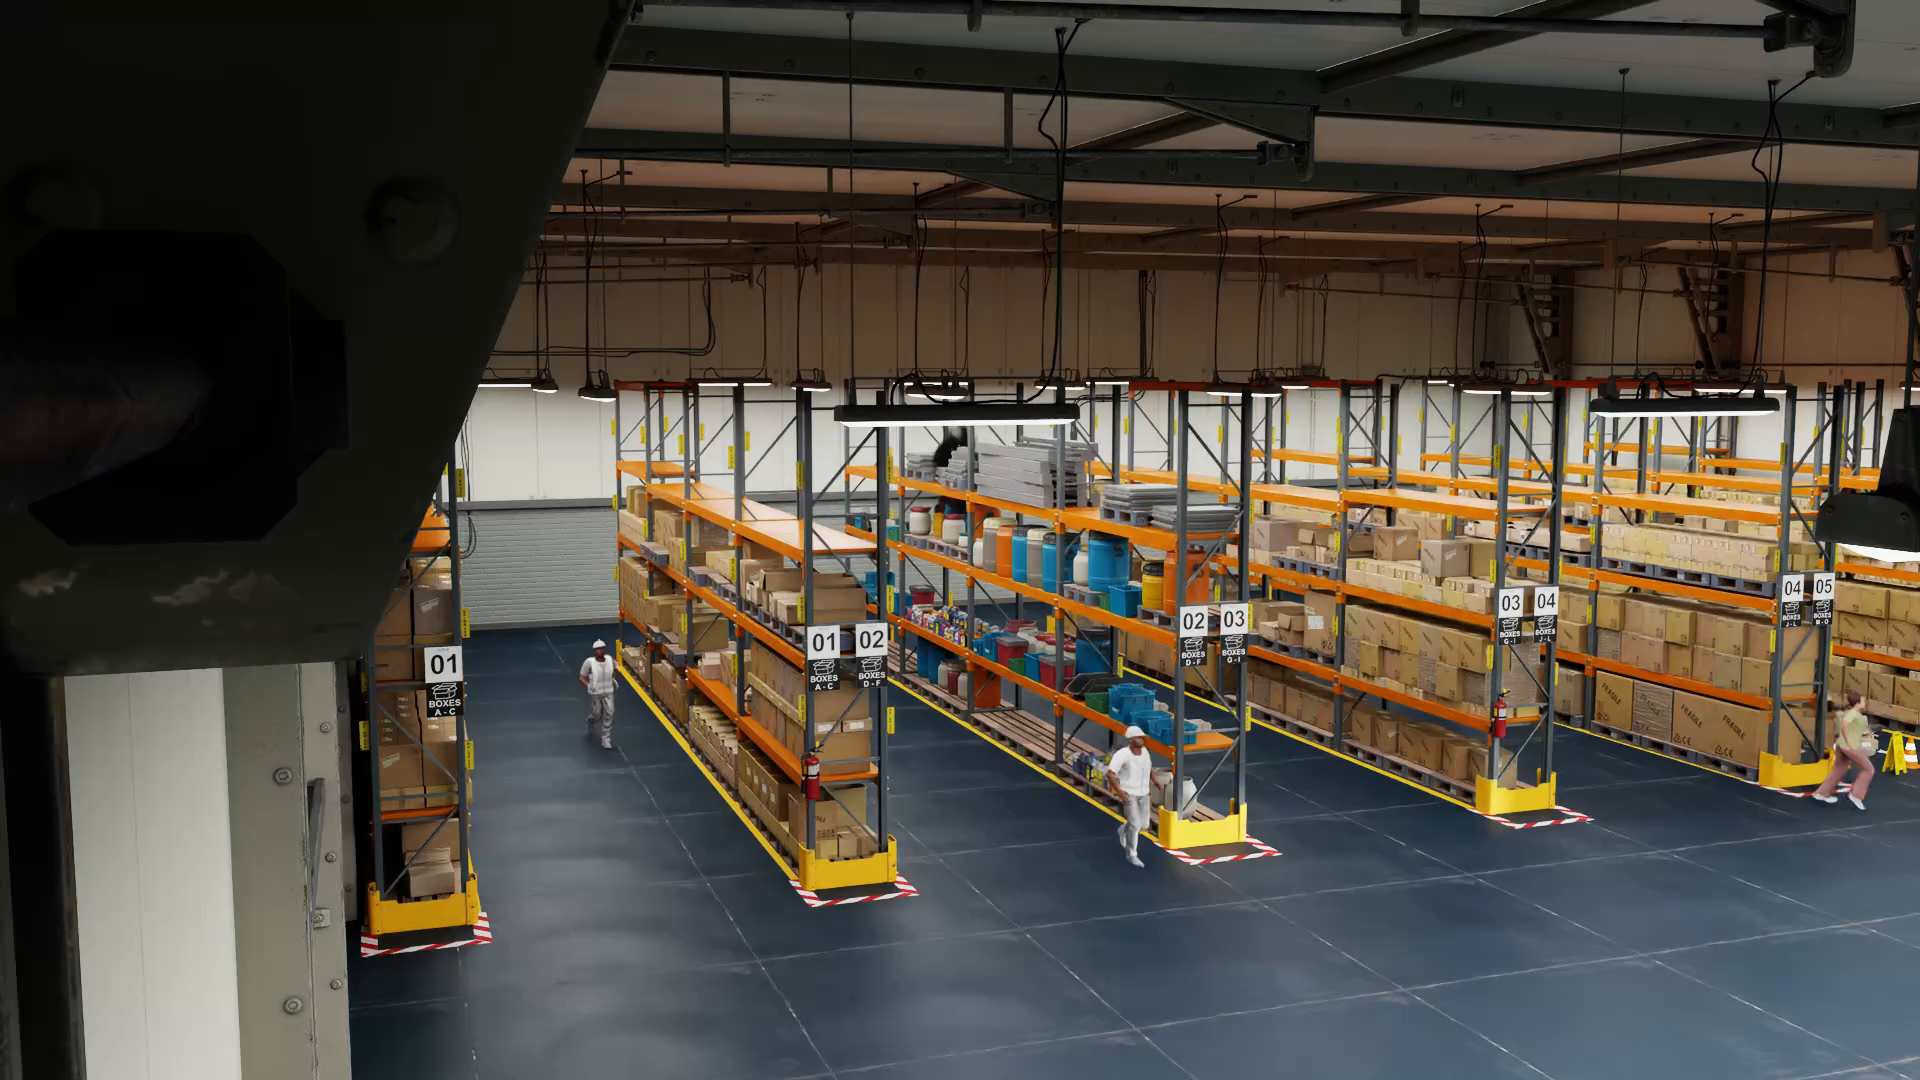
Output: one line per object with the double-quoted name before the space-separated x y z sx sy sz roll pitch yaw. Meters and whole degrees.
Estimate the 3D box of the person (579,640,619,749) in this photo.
"person" -5.980 2.541 27.650 0.682 1.765 0.849 -4 7 -31

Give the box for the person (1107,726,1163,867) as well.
"person" 2.202 3.246 21.267 0.737 1.759 0.694 -4 7 -35

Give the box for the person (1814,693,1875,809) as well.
"person" 12.689 3.016 23.802 0.782 1.693 0.582 1 6 9
